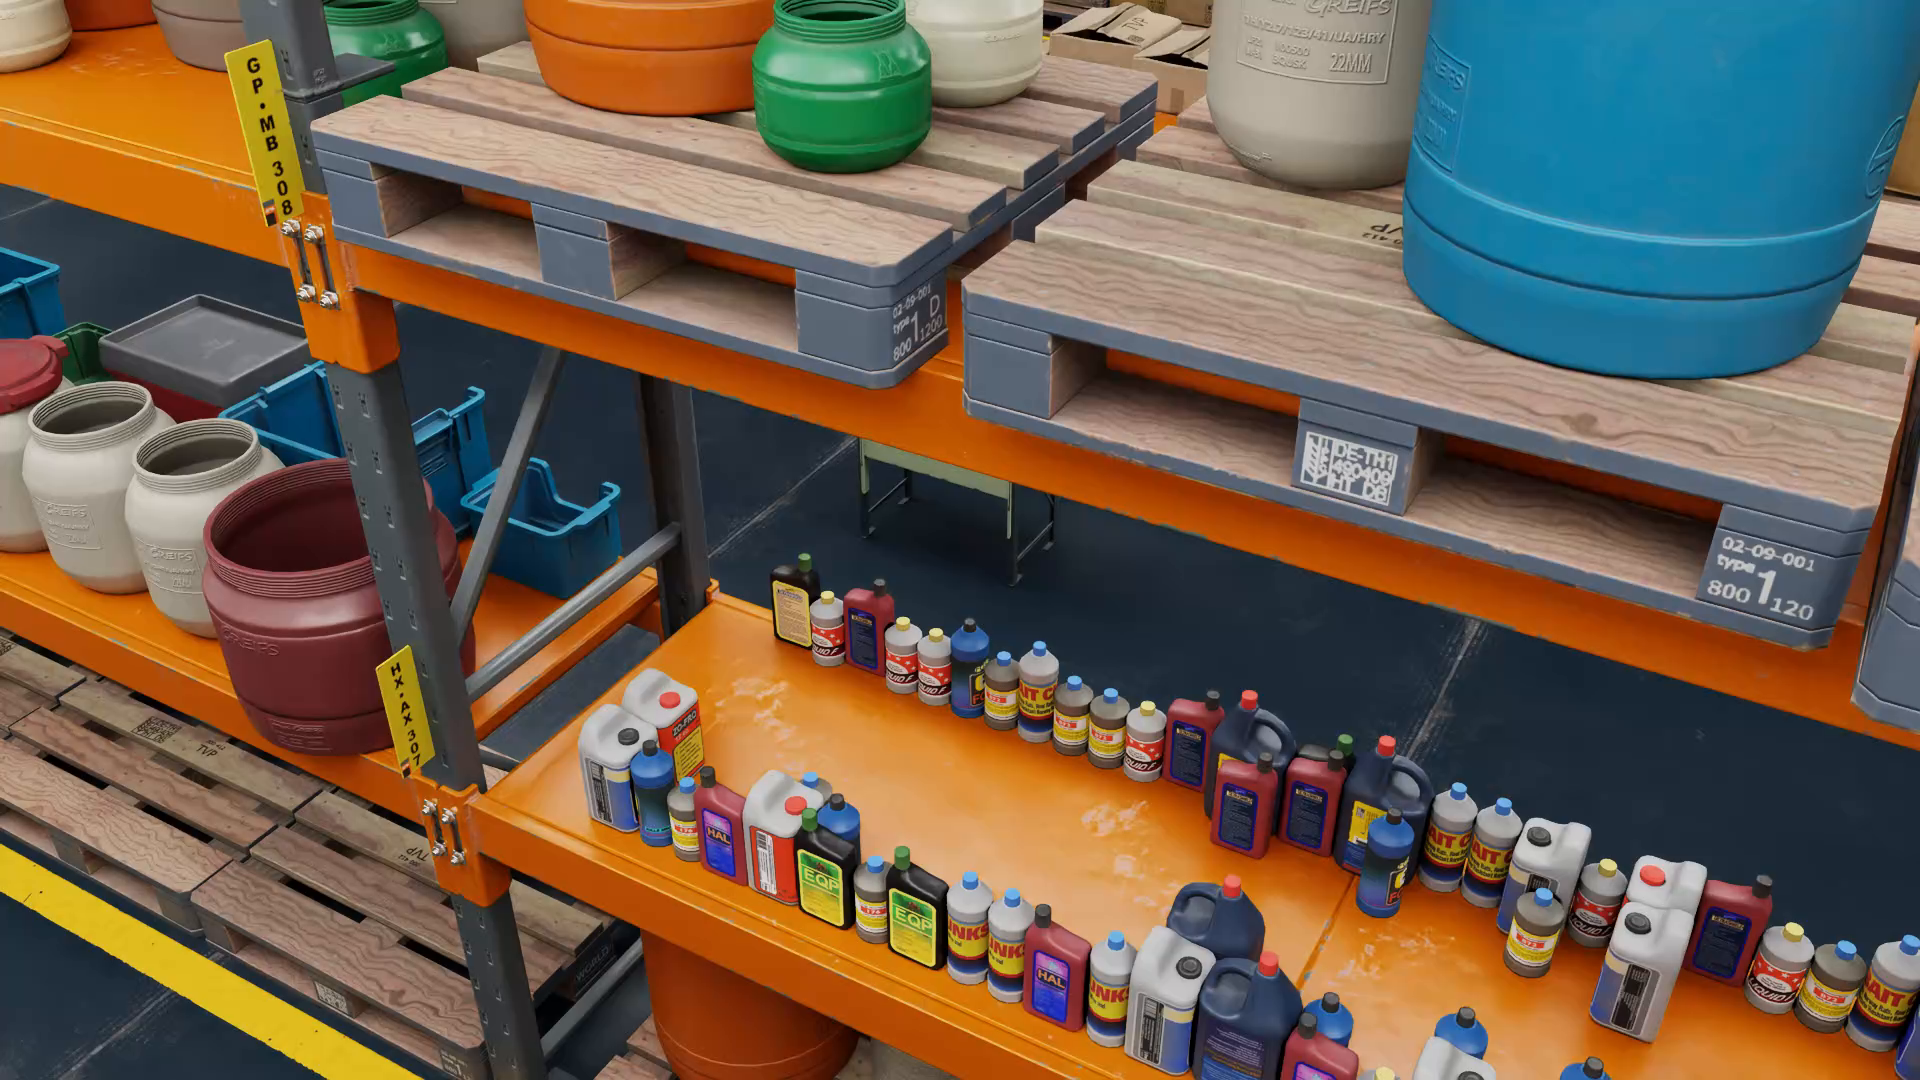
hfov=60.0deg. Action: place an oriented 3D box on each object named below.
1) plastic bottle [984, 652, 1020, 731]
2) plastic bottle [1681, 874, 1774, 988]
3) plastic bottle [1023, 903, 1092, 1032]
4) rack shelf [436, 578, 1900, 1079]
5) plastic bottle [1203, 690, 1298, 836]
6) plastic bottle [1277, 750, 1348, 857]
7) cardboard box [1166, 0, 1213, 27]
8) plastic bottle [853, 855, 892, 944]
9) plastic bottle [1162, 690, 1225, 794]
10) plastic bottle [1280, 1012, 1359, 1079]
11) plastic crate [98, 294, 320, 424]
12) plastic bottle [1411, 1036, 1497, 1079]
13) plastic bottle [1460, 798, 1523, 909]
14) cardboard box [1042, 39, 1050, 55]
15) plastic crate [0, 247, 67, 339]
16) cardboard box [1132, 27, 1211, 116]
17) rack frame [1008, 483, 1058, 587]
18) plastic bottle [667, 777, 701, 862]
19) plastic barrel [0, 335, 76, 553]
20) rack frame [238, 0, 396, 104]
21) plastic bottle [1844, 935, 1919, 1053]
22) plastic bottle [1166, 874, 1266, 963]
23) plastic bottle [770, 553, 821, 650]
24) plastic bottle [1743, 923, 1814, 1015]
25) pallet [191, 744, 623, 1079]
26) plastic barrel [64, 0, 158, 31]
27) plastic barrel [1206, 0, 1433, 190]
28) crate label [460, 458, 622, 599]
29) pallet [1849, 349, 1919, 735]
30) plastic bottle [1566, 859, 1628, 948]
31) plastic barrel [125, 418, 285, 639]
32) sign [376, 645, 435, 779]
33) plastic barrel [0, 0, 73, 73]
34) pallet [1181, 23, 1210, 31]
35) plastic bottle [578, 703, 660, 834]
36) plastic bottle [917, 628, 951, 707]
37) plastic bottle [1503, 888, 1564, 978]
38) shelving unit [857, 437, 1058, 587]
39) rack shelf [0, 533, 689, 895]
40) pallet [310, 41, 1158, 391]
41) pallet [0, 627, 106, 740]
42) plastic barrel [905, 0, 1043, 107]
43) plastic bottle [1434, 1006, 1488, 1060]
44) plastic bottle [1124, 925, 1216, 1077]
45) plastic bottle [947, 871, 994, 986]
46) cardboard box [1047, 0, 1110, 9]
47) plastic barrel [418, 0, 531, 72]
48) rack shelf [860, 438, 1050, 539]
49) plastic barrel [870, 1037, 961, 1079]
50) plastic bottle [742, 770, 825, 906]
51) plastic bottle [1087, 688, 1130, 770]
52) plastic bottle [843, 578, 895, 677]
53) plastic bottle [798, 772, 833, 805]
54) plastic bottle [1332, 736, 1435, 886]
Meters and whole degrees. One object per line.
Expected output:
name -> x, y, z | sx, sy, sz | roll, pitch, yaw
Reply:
plastic bottle -> 0.109, 0.370, 4.167 | 0.097, 0.201, 0.097 | 0, 34, 0
plastic bottle -> 1.596, 0.795, 3.455 | 0.133, 0.283, 0.061 | 18, 37, 24
plastic bottle -> 0.197, 0.860, 3.358 | 0.133, 0.283, 0.061 | 18, 37, 24
rack shelf -> 0.737, 1.046, 3.621 | 4.000, 0.370, 1.077 | 18, 37, 24
plastic bottle -> 0.674, 0.502, 3.835 | 0.185, 0.351, 0.144 | 18, 37, 24
plastic bottle -> 0.802, 0.583, 3.774 | 0.133, 0.283, 0.061 | 18, 37, 24
cardboard box -> 1.987, -4.341, 12.921 | 0.500, 0.500, 0.700 | 18, 38, 25
plastic bottle -> -0.179, 0.763, 3.577 | 0.097, 0.201, 0.097 | 0, 34, 0
plastic bottle -> 0.556, 0.466, 3.949 | 0.133, 0.283, 0.061 | 18, 37, 24
plastic bottle -> 0.674, 1.011, 3.130 | 0.133, 0.283, 0.061 | 18, 37, 24
plastic crate -> -2.250, -0.421, 5.119 | 0.583, 0.464, 0.402 | 18, 37, 24
plastic bottle -> 0.898, 1.056, 3.070 | 0.135, 0.276, 0.152 | 18, 37, 24
plastic bottle -> 1.169, 0.677, 3.644 | 0.097, 0.271, 0.097 | 0, 34, 0
cardboard box -> 0.327, -2.405, 8.381 | 0.250, 0.149, 0.380 | 21, 39, 28
plastic crate -> -3.360, -0.743, 5.673 | 0.575, 0.384, 0.392 | 18, 37, 24
cardboard box -> 1.168, -2.270, 8.032 | 0.500, 0.311, 0.500 | 20, 39, 27
rack frame -> 0.312, -0.525, 6.686 | 0.023, 1.500, 0.400 | 18, 37, 24
plastic bottle -> -0.612, 0.626, 3.783 | 0.097, 0.201, 0.097 | 0, 34, 0
plastic barrel -> -2.738, -0.270, 4.827 | 0.433, 0.535, 0.433 | 0, 34, 0
rack frame -> -0.999, -2.300, 2.585 | 0.127, 3.000, 1.000 | 18, 37, 24
plastic bottle -> 1.856, 0.894, 3.317 | 0.097, 0.271, 0.097 | 0, 34, 0
plastic bottle -> 0.516, 0.809, 3.373 | 0.185, 0.351, 0.144 | 18, 37, 24
plastic bottle -> -0.436, 0.152, 4.421 | 0.133, 0.283, 0.061 | 18, 37, 24
plastic bottle -> 1.687, 0.870, 3.417 | 0.097, 0.201, 0.097 | 0, 34, 0
pallet -> -1.652, 1.126, 5.369 | 1.213, 0.211, 1.003 | 18, 37, 24
plastic barrel -> -2.172, -1.740, 4.064 | 0.708, 0.830, 0.600 | 18, 37, 24
plastic barrel -> 0.615, -0.868, 2.639 | 0.433, 0.535, 0.433 | 0, 34, 0
crate label -> -1.179, -0.030, 4.739 | 0.416, 0.233, 0.303 | 18, 37, 24
pallet -> 1.745, -0.041, 2.070 | 1.003, 0.211, 1.213 | 18, 37, 24
plastic bottle -> 1.370, 0.769, 3.567 | 0.097, 0.201, 0.097 | 0, 34, 0
plastic barrel -> -1.998, -0.030, 4.487 | 0.421, 0.512, 0.421 | 0, 34, 0
sign -> -1.266, 0.396, 3.802 | 0.005, 0.325, 0.100 | 18, 37, 24
plastic barrel -> -2.219, -1.231, 3.811 | 0.301, 0.262, 0.301 | 0, 34, 0
pallet -> 2.184, -3.961, 13.009 | 1.213, 0.211, 1.003 | 18, 37, 24
plastic bottle -> -0.784, 0.523, 3.870 | 0.135, 0.276, 0.152 | 18, 37, 24
plastic bottle -> -0.060, 0.316, 4.248 | 0.097, 0.201, 0.097 | 0, 34, 0
plastic bottle -> 1.210, 0.816, 3.498 | 0.097, 0.201, 0.097 | 0, 34, 0
shelving unit -> -0.006, -0.626, 6.837 | 0.755, 1.500, 0.431 | 18, 37, 24
rack shelf -> -2.736, -0.054, 5.273 | 4.000, 0.370, 1.077 | 18, 37, 24
pallet -> -0.384, -0.715, 3.082 | 1.213, 0.211, 1.003 | 18, 37, 24
pallet -> -3.771, 0.455, 6.376 | 1.213, 0.211, 1.003 | 18, 37, 24
plastic barrel -> 0.004, -0.944, 3.001 | 0.301, 0.262, 0.301 | 0, 34, 0
plastic bottle -> 0.944, 0.993, 3.169 | 0.097, 0.271, 0.097 | 0, 34, 0
plastic bottle -> 0.420, 0.905, 3.297 | 0.135, 0.276, 0.152 | 18, 37, 24
plastic bottle -> 0.021, 0.798, 3.462 | 0.097, 0.271, 0.097 | 0, 34, 0
cardboard box -> 1.091, -4.619, 13.338 | 0.500, 0.500, 0.700 | 19, 38, 26
plastic barrel -> -1.117, -1.331, 3.735 | 0.421, 0.512, 0.421 | 0, 34, 0
rack shelf -> -0.006, -0.355, 7.018 | 0.720, 0.370, 0.431 | 18, 37, 24
plastic barrel -> -0.031, 1.296, 4.463 | 0.421, 0.512, 0.421 | 0, 34, 0
plastic bottle -> -0.382, 0.650, 3.679 | 0.135, 0.276, 0.152 | 18, 37, 24
plastic bottle -> 0.362, 0.450, 4.047 | 0.097, 0.201, 0.097 | 0, 34, 0
plastic bottle -> -0.236, 0.215, 4.326 | 0.133, 0.283, 0.061 | 18, 37, 24
plastic bottle -> -0.336, 0.616, 3.797 | 0.097, 0.201, 0.097 | 0, 34, 0
plastic bottle -> 0.950, 0.589, 3.703 | 0.185, 0.351, 0.144 | 18, 37, 24
